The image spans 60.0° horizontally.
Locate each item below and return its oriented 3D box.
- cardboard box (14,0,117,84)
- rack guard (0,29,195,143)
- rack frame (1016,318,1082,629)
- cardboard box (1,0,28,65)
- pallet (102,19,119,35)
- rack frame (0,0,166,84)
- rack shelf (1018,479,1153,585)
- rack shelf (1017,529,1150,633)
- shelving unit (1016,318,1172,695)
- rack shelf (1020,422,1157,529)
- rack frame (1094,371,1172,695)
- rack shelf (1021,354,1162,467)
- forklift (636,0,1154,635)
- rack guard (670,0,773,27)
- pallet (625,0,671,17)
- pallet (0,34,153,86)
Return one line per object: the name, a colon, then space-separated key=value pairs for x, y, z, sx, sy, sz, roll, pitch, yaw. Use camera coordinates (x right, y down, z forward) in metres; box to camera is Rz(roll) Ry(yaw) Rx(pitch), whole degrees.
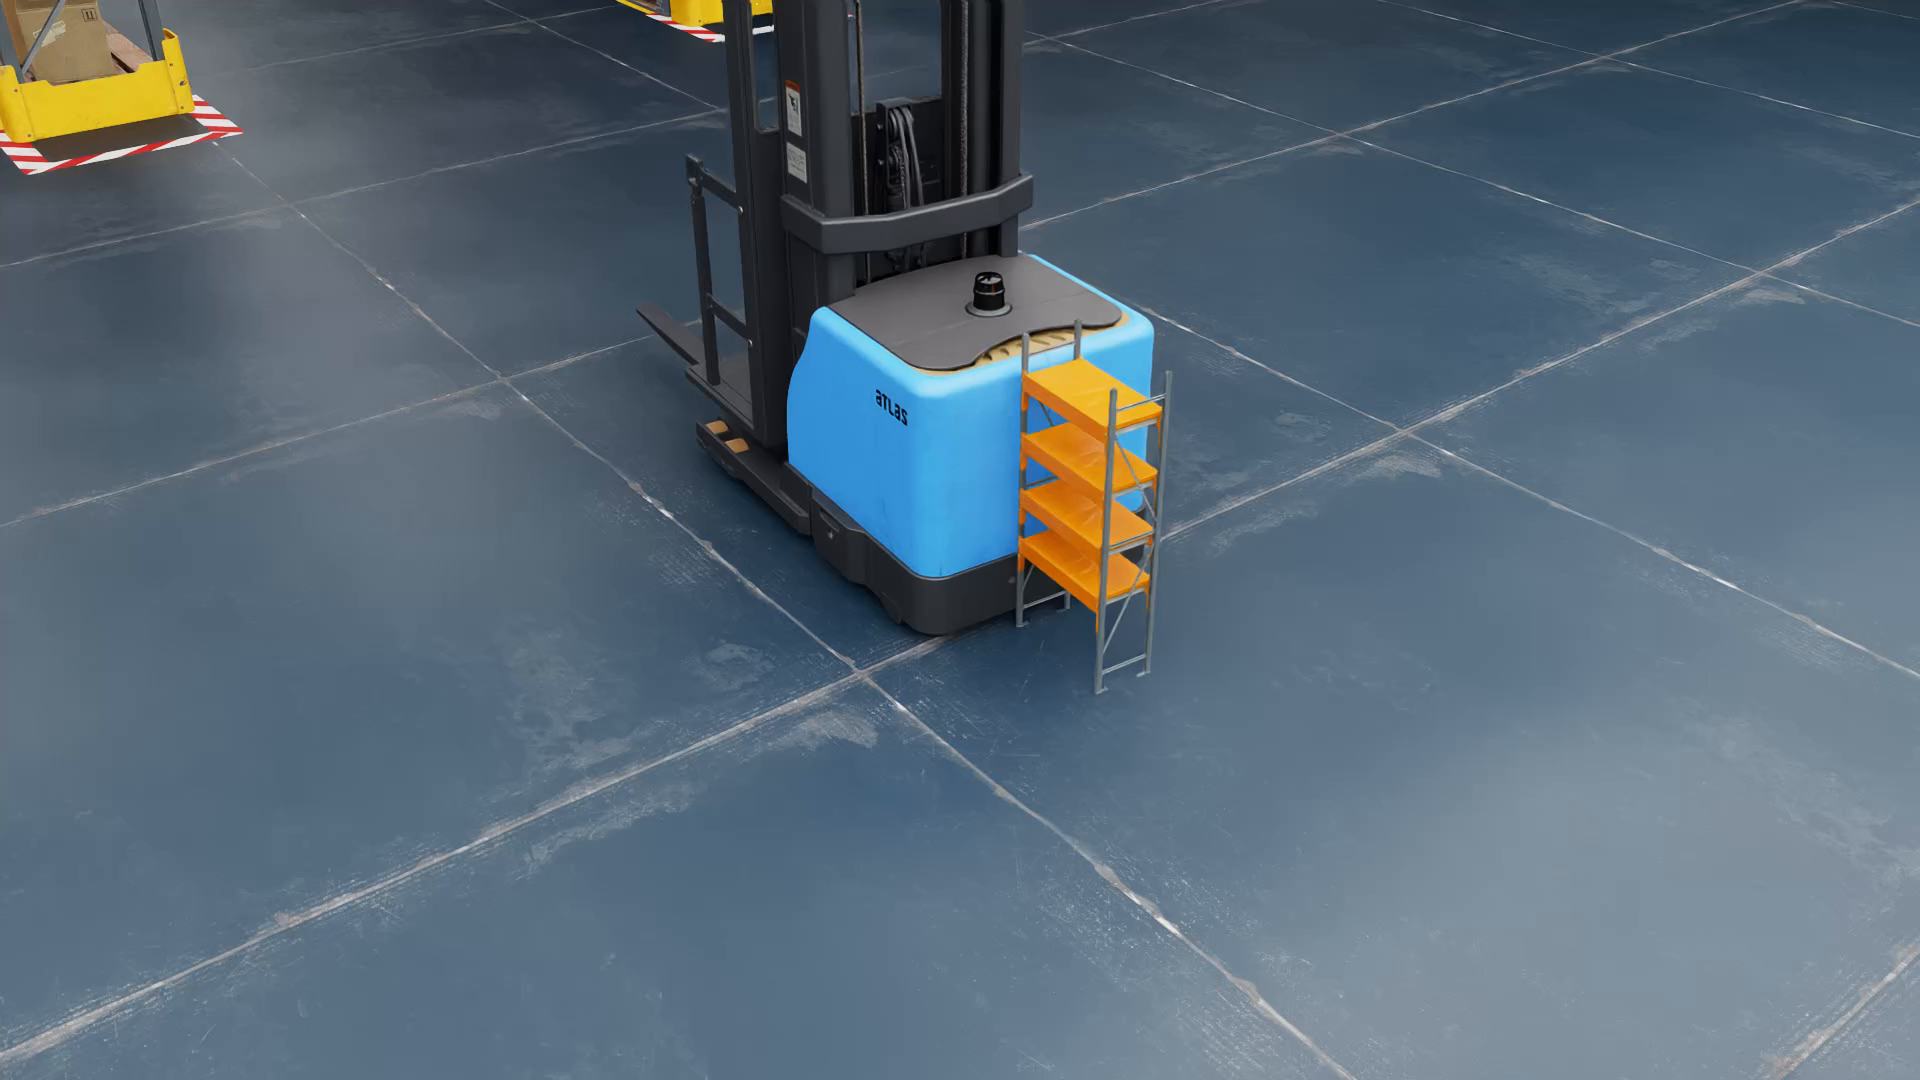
cardboard box: x=-6.185 y=-3.489 z=11.496 sx=0.500 sy=0.500 sz=0.500 roll=-15 pitch=35 yaw=-23
rack guard: x=-5.862 y=-3.077 z=11.230 sx=1.175 sy=0.500 sz=0.348 roll=-22 pitch=38 yaw=-31
rack frame: x=0.313 y=-0.215 z=5.959 sx=0.240 sy=1.200 sz=0.015 roll=-19 pitch=36 yaw=-27
cardboard box: x=-6.578 y=-3.727 z=11.879 sx=0.500 sy=0.500 sz=0.500 roll=-12 pitch=34 yaw=-19
pallet: x=-7.076 y=-3.812 z=12.688 sx=1.003 sy=0.211 sz=1.213 roll=-22 pitch=38 yaw=-31
rack frame: x=-5.815 y=-4.107 z=10.519 sx=1.000 sy=3.000 sz=0.127 roll=-22 pitch=38 yaw=-31
rack shelf: x=0.445 y=-0.050 z=5.821 sx=0.258 sy=0.148 sz=0.480 roll=-19 pitch=36 yaw=-27
rack shelf: x=0.445 y=0.119 z=5.925 sx=0.258 sy=0.148 sz=0.480 roll=-19 pitch=36 yaw=-27
shelving unit: x=0.445 y=-0.107 z=5.785 sx=0.258 sy=1.200 sz=0.503 roll=-19 pitch=36 yaw=-27
rack shelf: x=0.445 y=-0.240 z=5.703 sx=0.258 sy=0.148 sz=0.480 roll=-19 pitch=36 yaw=-27
rack frame: x=0.578 y=0.001 z=5.611 sx=0.240 sy=1.200 sz=0.015 roll=-19 pitch=36 yaw=-27
rack shelf: x=0.445 y=-0.441 z=5.578 sx=0.258 sy=0.148 sz=0.480 roll=-19 pitch=36 yaw=-27
forklift: x=-0.500 y=-1.638 z=6.610 sx=1.130 sy=2.935 sz=3.031 roll=-19 pitch=36 yaw=-27
rack guard: x=-1.820 y=-4.598 z=13.679 sx=1.175 sy=0.500 sz=0.348 roll=-22 pitch=38 yaw=-31
pallet: x=-2.387 y=-4.793 z=14.267 sx=1.003 sy=0.211 sz=1.213 roll=-22 pitch=38 yaw=-31
pallet: x=-6.332 y=-3.304 z=11.870 sx=1.003 sy=0.211 sz=1.213 roll=-22 pitch=38 yaw=-31
